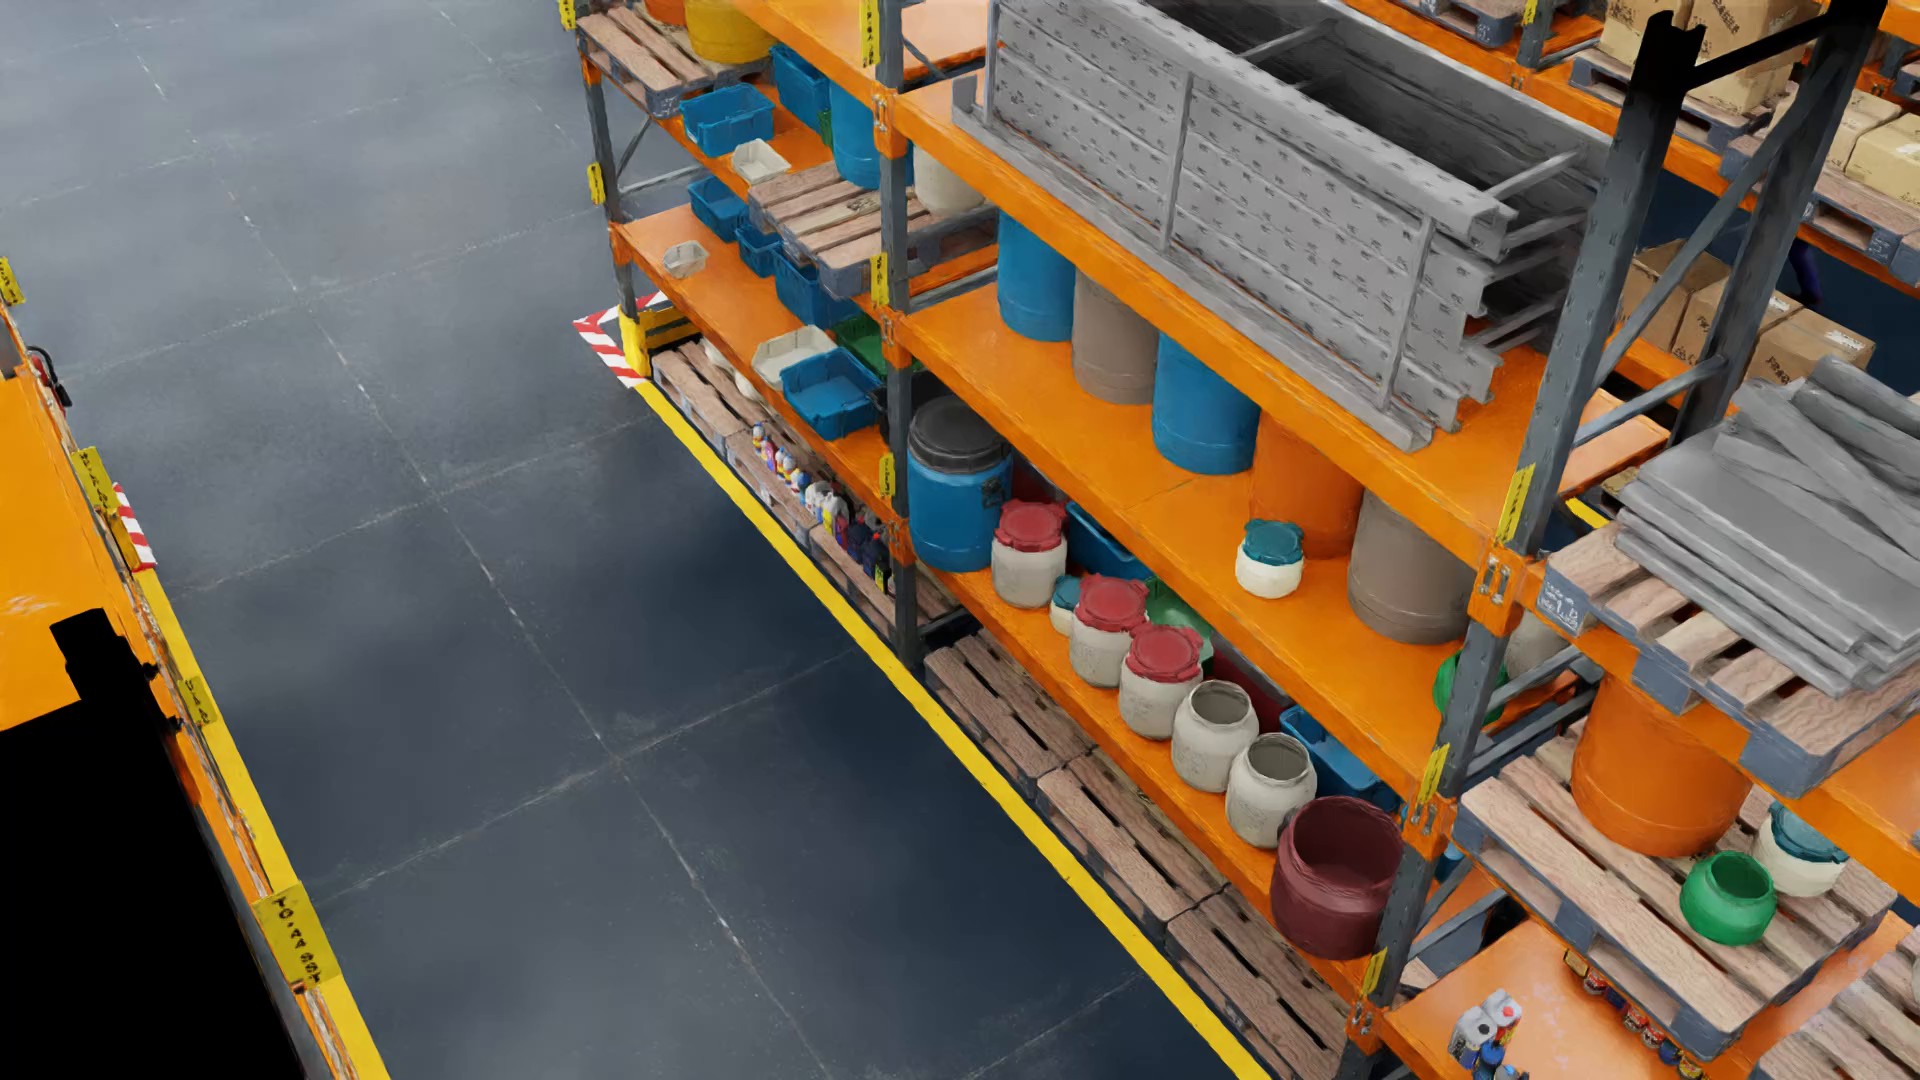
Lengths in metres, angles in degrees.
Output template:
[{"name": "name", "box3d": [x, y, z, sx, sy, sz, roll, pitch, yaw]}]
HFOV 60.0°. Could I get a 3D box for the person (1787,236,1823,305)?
[{"name": "person", "box3d": [6.820, -2.587, 13.389, 0.605, 1.612, 0.662, -31, 51, -30]}]
